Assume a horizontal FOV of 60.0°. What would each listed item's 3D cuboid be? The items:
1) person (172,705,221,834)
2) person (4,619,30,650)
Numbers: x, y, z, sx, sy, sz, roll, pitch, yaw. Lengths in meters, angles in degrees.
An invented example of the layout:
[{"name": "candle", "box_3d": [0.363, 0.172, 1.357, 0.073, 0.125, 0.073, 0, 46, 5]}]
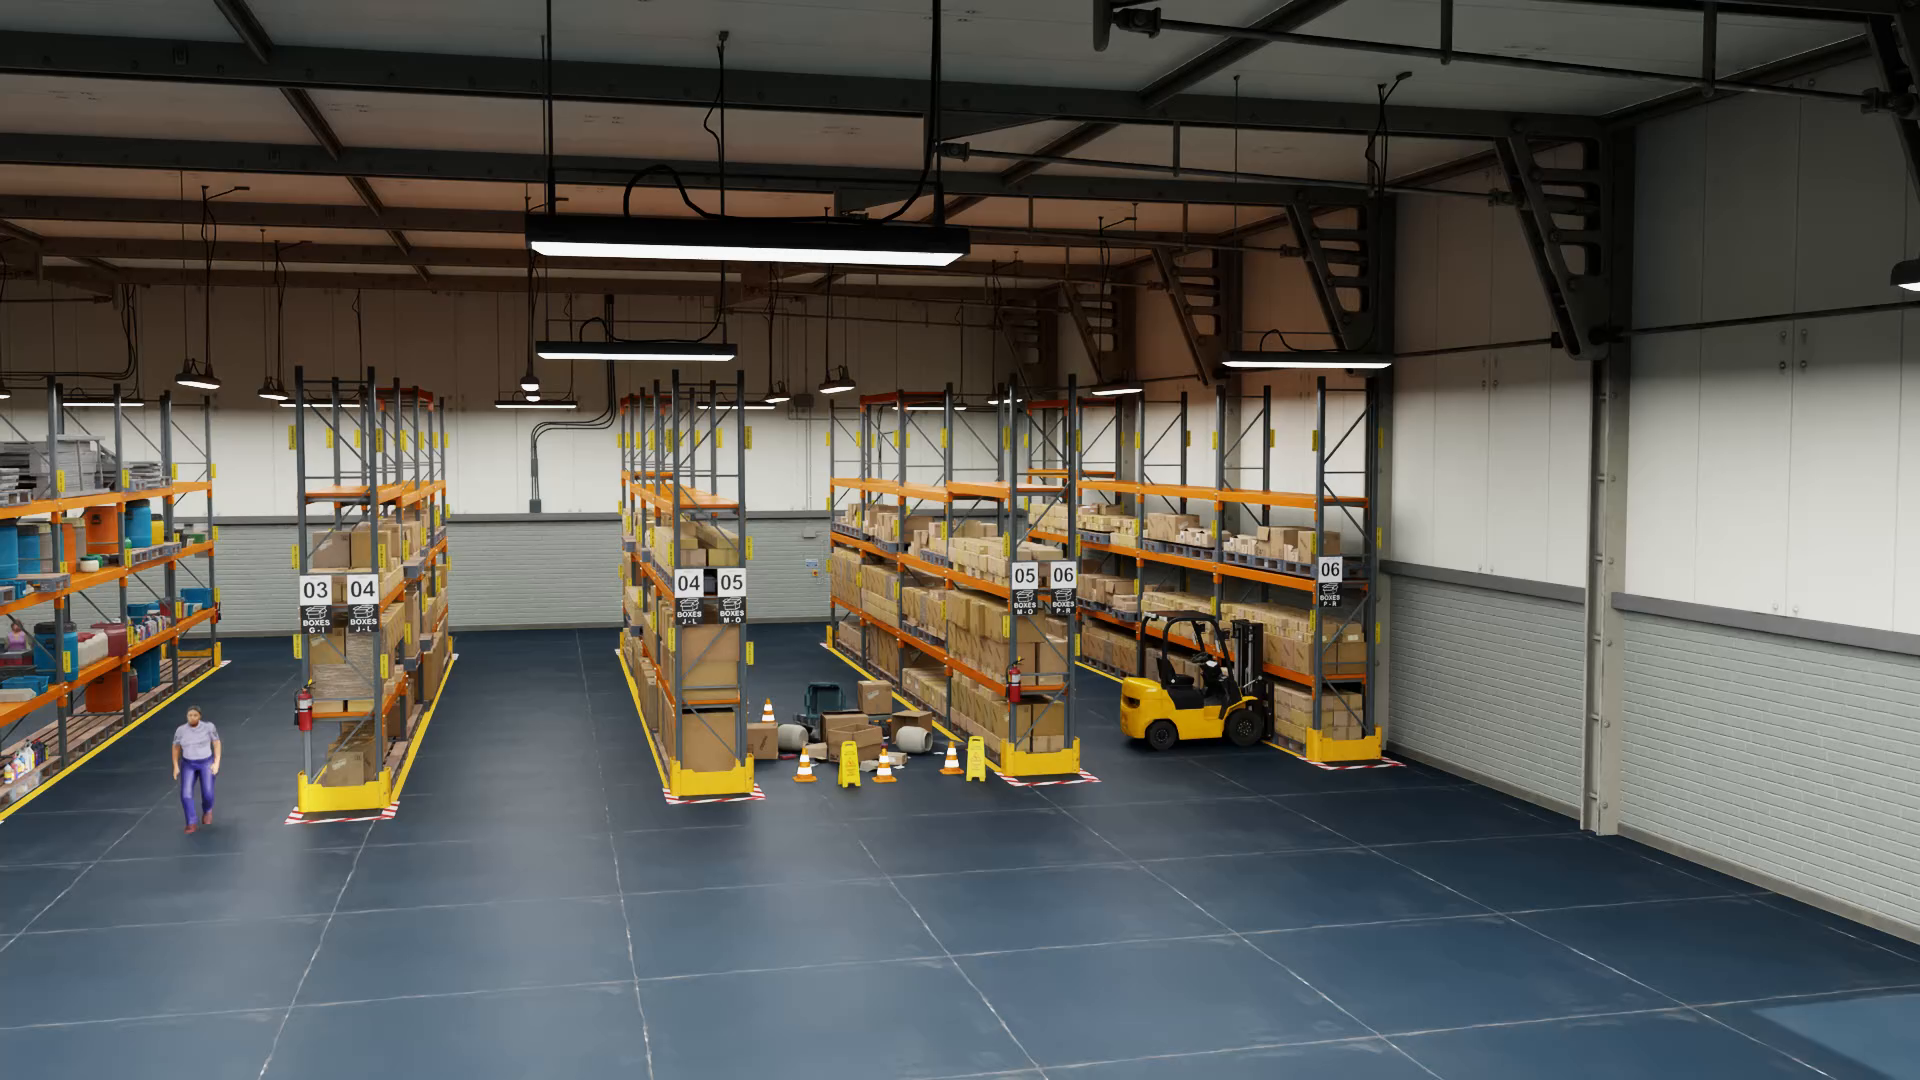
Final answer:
[{"name": "person", "box_3d": [-9.826, 2.930, 21.426, 0.571, 1.618, 0.539, -1, 4, -13]}, {"name": "person", "box_3d": [-18.169, 2.294, 32.053, 0.459, 1.540, 0.972, -1, 4, -16]}]
